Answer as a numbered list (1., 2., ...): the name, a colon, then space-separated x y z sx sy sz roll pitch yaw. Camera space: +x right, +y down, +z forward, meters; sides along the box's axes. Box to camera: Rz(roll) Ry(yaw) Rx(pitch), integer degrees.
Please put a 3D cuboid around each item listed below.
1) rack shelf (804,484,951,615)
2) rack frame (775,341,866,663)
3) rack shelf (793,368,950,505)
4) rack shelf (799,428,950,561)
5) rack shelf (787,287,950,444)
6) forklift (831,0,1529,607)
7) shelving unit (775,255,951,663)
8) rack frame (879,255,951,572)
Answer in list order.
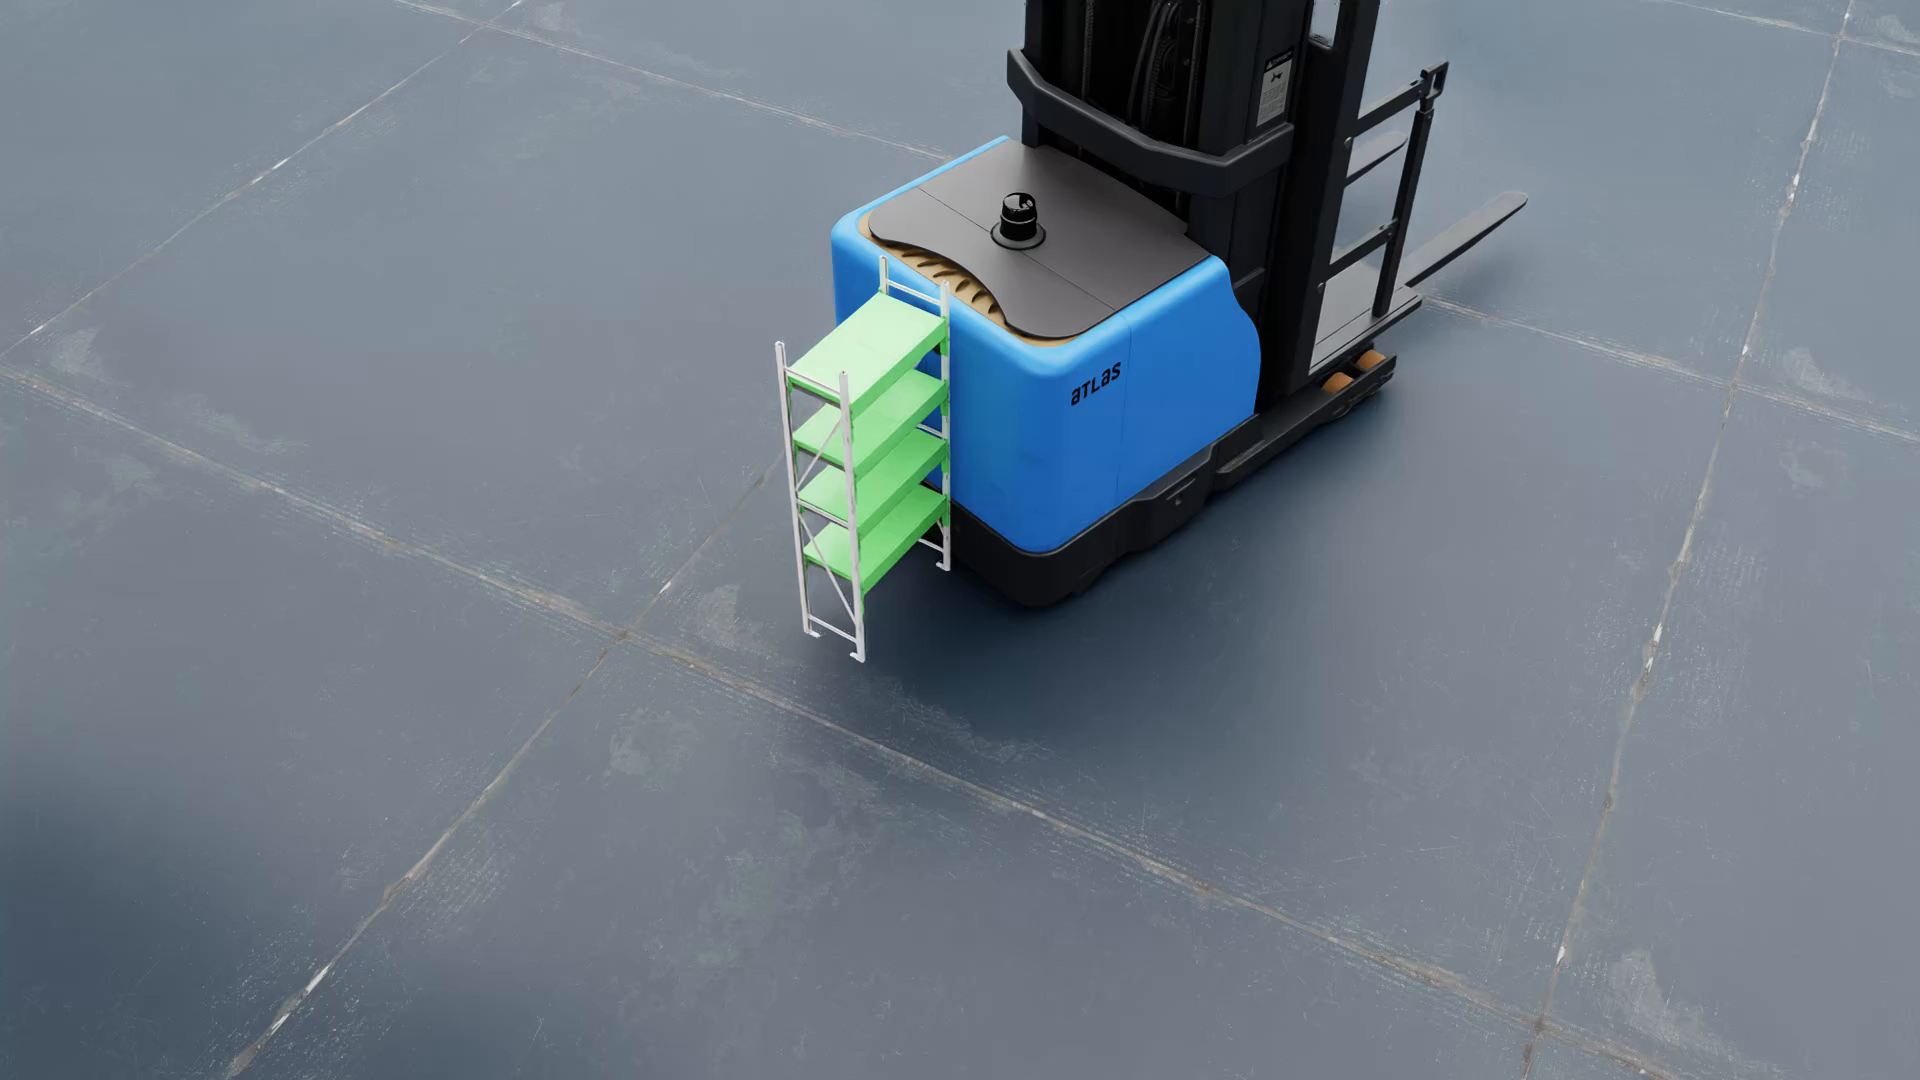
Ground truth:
1. rack shelf: -0.271 -0.007 5.341 0.258 0.148 0.480 26 51 23
2. rack frame: -0.408 -0.077 4.983 0.240 1.200 0.015 26 51 23
3. rack shelf: -0.271 -0.345 5.000 0.258 0.148 0.480 26 51 23
4. rack shelf: -0.271 -0.176 5.170 0.258 0.148 0.480 26 51 23
5. rack shelf: -0.271 -0.514 4.829 0.258 0.148 0.480 26 51 23
6. forklift: 1.000 -1.733 5.402 3.031 2.935 1.130 -33 54 -28
7. shelving unit: -0.271 -0.221 5.125 0.258 1.200 0.503 26 51 23
8. rack frame: -0.134 -0.365 5.267 0.240 1.200 0.015 26 51 23
